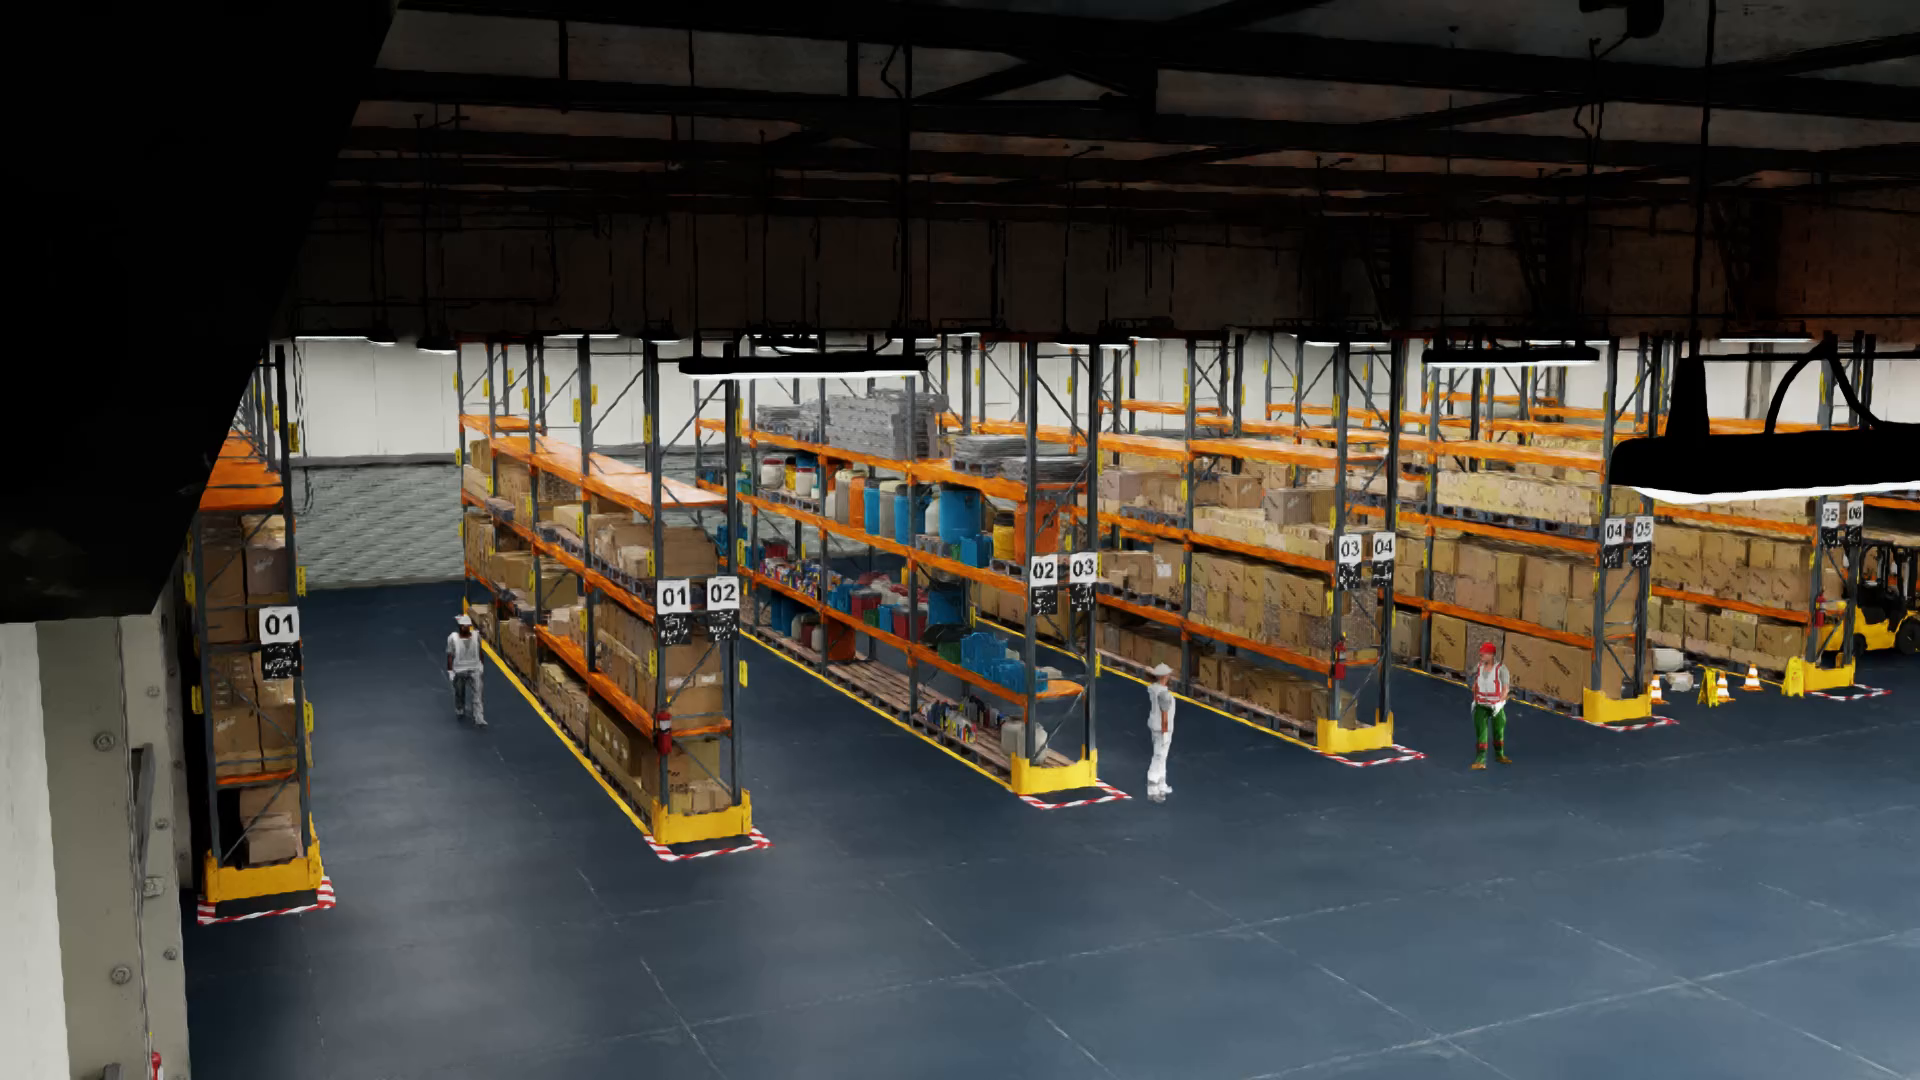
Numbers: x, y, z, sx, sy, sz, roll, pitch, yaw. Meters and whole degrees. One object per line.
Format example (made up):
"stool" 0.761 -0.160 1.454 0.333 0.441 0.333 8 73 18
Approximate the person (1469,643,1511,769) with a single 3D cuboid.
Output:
"person" 7.450 2.314 23.378 0.555 1.785 0.714 6 9 36

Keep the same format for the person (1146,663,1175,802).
"person" 2.656 2.507 21.850 0.462 1.795 0.670 -1 8 -11

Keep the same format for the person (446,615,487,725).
"person" -7.684 1.995 25.862 0.566 1.706 1.122 -3 8 -22
